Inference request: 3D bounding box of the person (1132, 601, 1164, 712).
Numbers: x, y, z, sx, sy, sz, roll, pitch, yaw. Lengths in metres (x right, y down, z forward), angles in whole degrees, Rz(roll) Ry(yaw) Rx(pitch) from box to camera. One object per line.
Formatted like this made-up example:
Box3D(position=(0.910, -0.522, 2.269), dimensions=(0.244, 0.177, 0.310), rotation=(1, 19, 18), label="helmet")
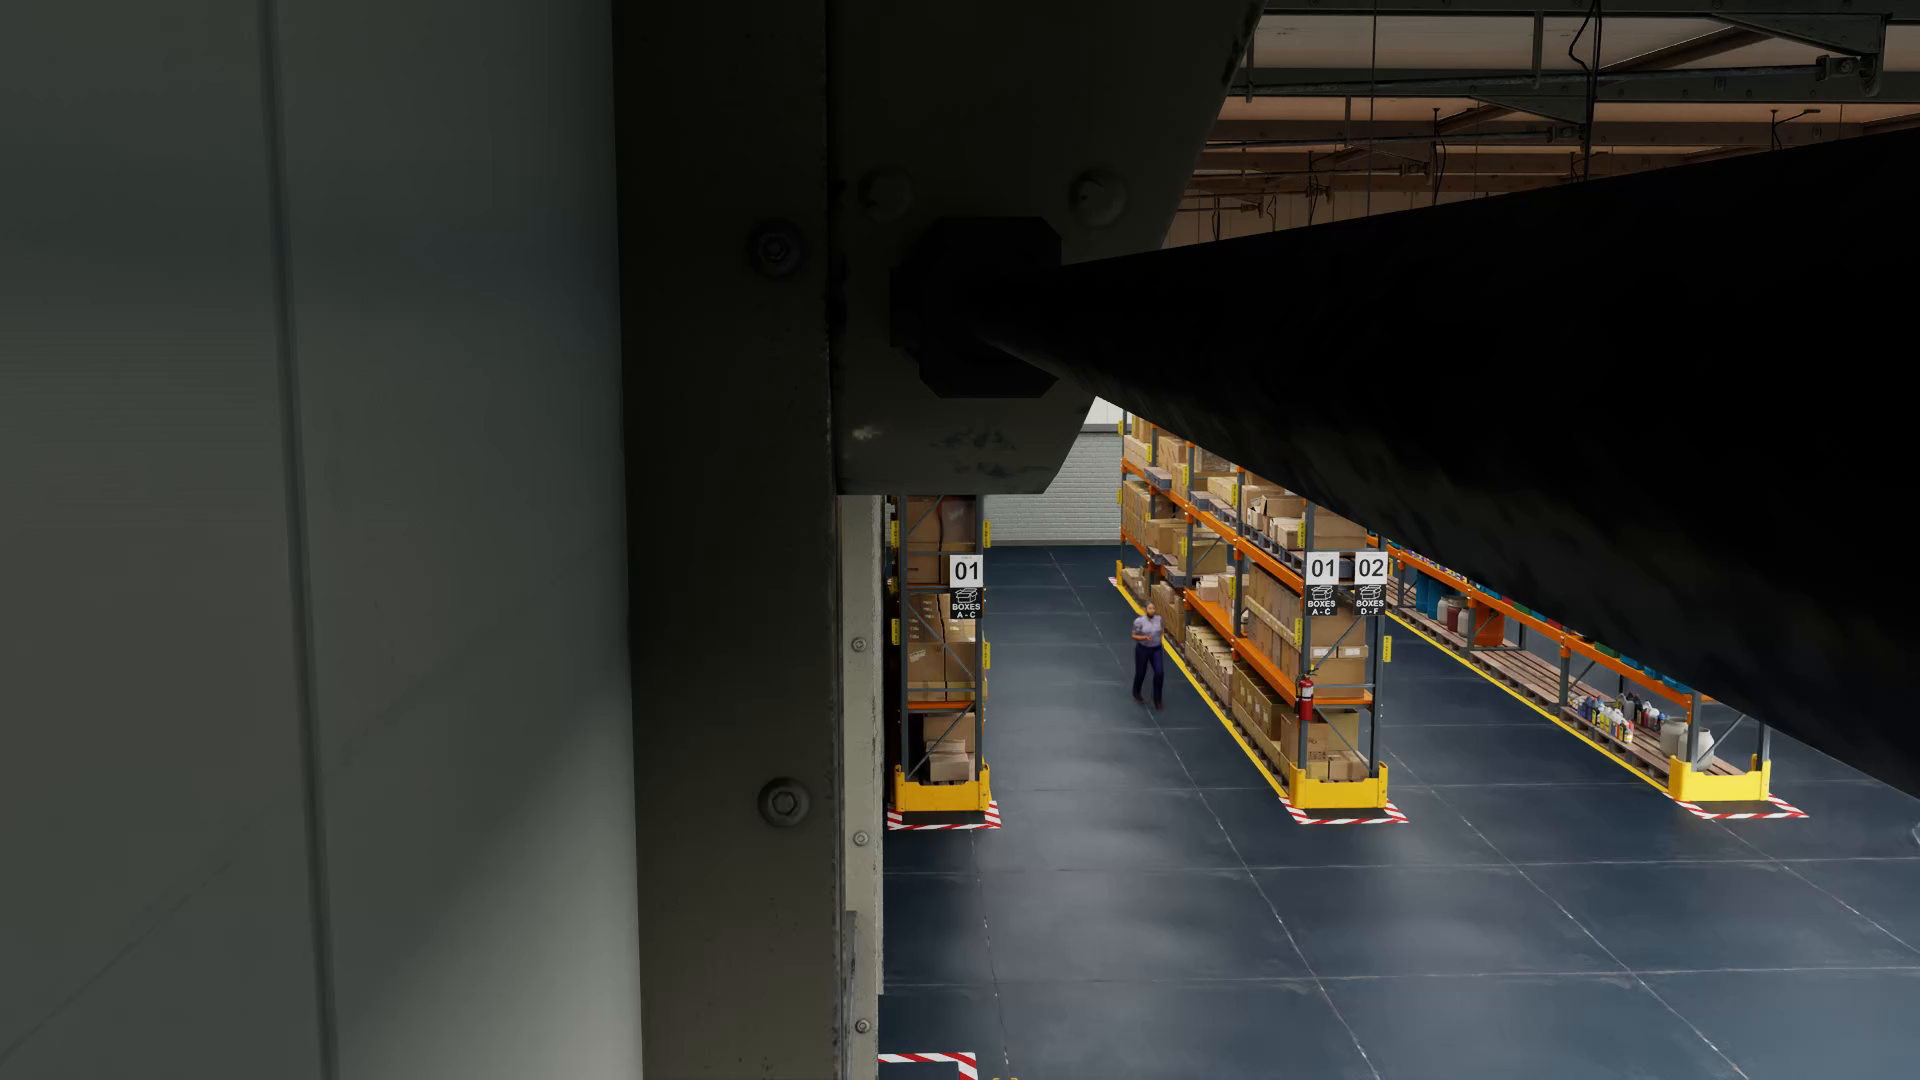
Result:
Box3D(position=(2.893, 1.759, 25.609), dimensions=(0.550, 1.698, 0.821), rotation=(-1, 9, -9), label="person")
